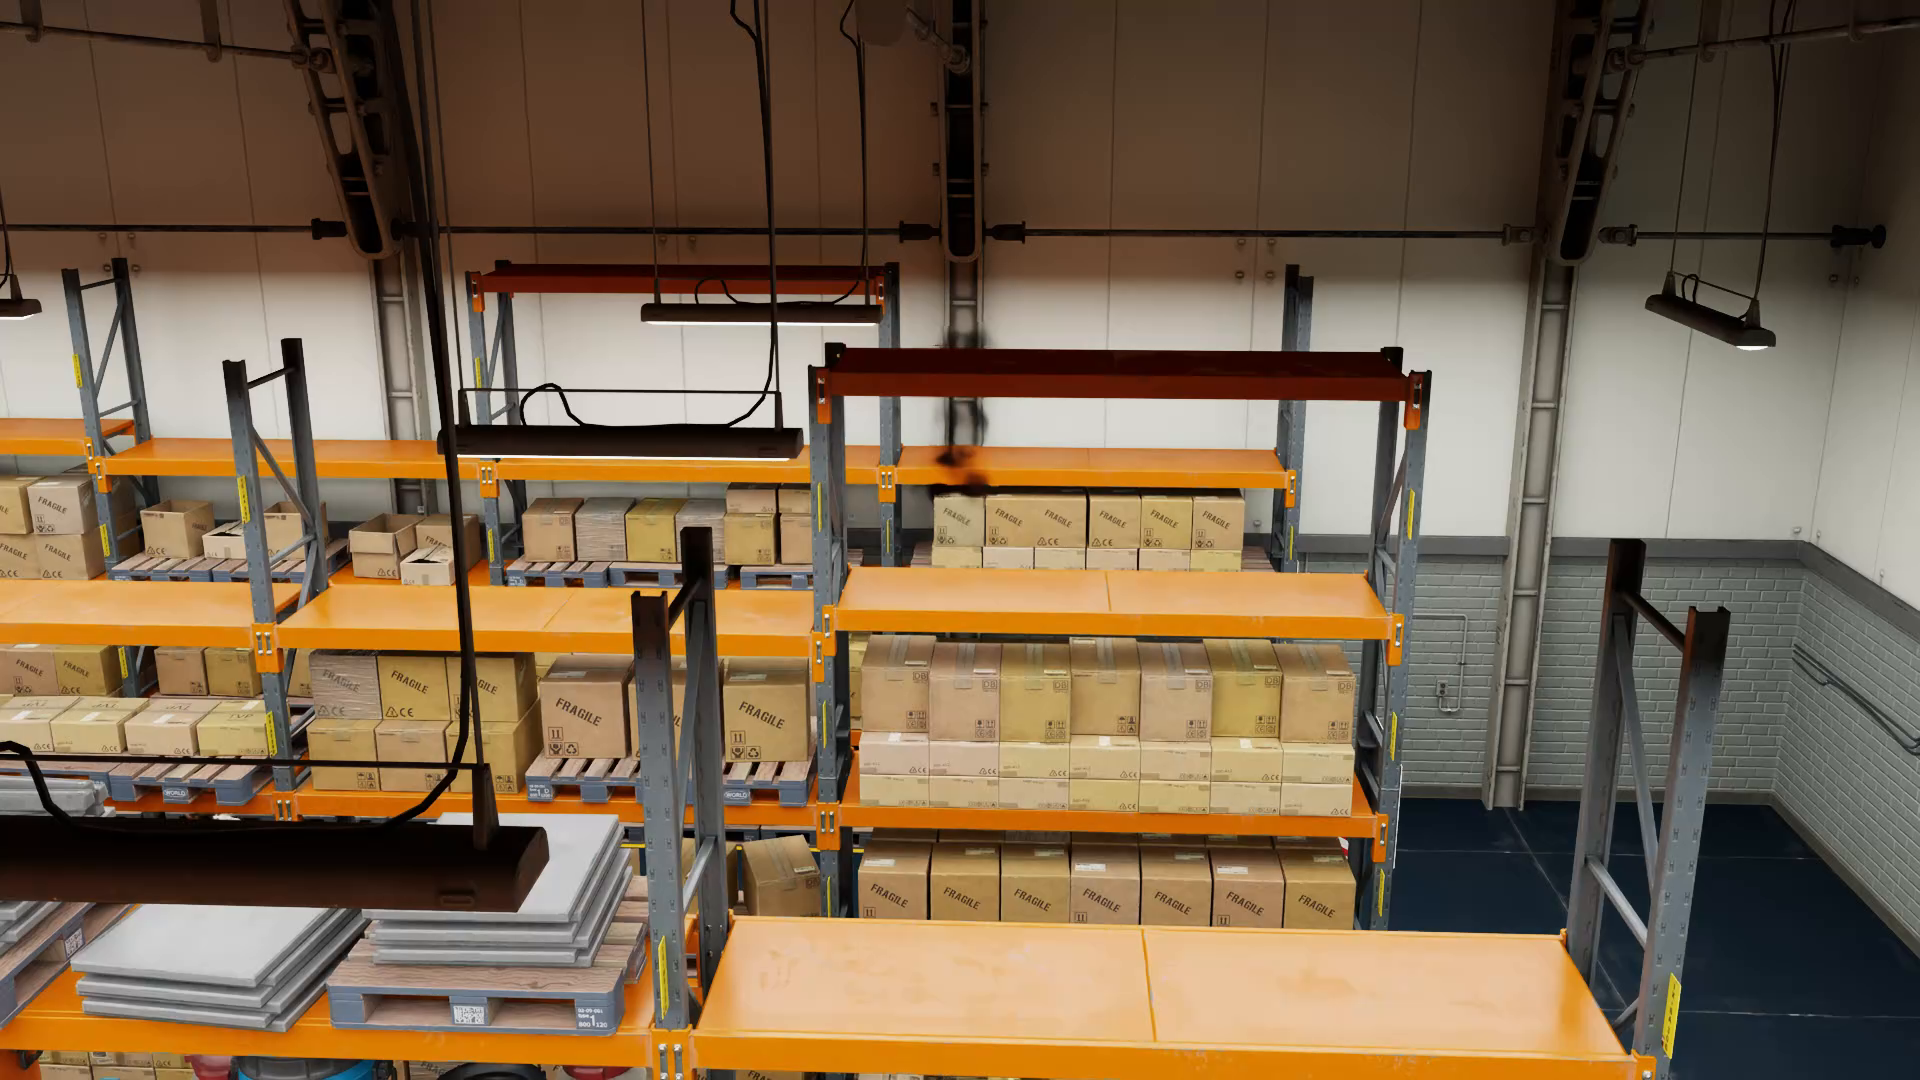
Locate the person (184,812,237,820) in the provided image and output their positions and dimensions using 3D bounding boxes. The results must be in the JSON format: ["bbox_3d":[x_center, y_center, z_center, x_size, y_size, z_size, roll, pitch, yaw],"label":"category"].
[{"bbox_3d":[-6.669,3.083,15.177,0.690,1.619,0.608,0,16,0],"label":"person"}]
